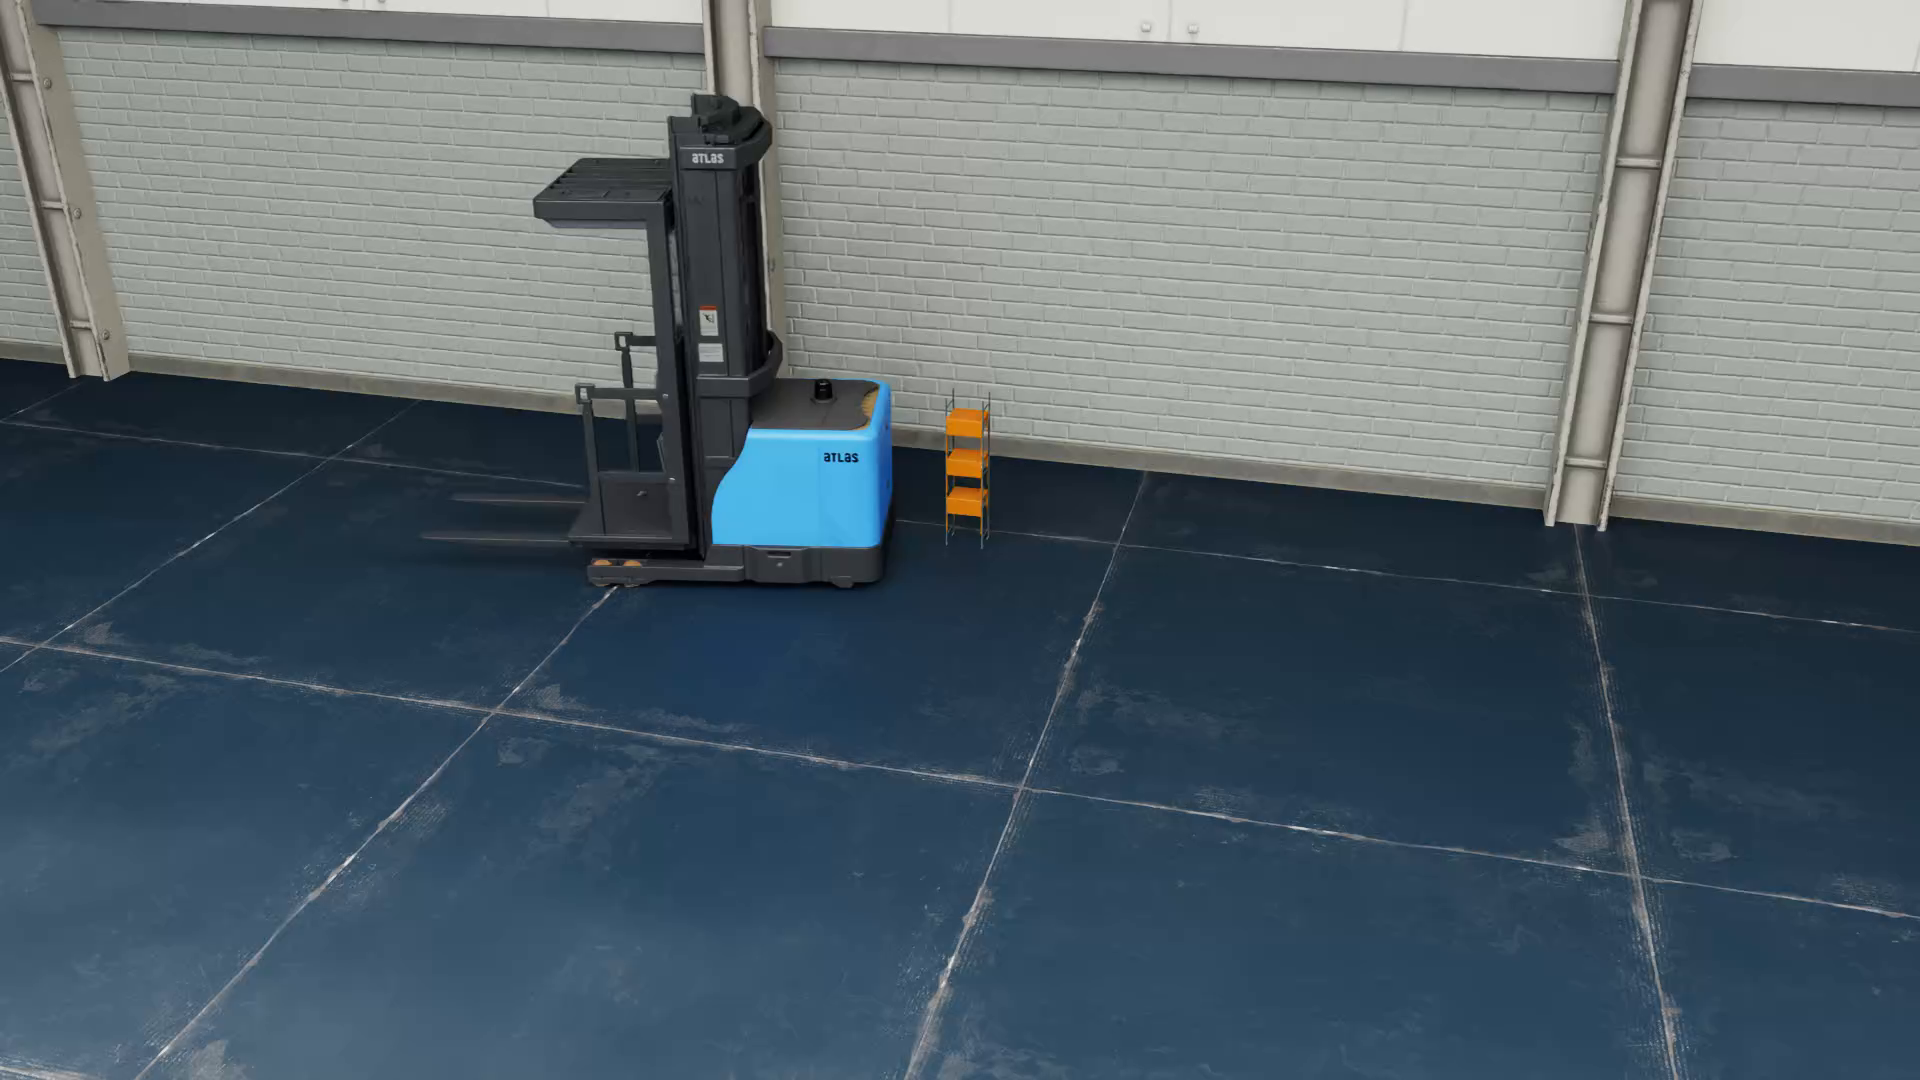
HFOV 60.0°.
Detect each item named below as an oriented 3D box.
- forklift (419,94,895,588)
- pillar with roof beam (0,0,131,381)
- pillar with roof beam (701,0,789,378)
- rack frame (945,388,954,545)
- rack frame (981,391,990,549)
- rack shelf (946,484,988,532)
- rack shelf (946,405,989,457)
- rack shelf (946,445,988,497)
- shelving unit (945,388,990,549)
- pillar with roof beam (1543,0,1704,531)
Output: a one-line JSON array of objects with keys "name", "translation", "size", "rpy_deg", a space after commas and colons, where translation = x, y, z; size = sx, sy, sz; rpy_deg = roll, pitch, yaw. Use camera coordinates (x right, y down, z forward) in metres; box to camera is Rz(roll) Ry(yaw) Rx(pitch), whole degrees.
[{"name": "forklift", "translation": [-1.980, -1.247, 10.460], "size": [3.031, 2.935, 1.130], "rpy_deg": [1, 25, 3]}, {"name": "pillar with roof beam", "translation": [-8.430, -3.699, 8.551], "size": [0.400, 9.000, 9.100], "rpy_deg": [6, 26, 13]}, {"name": "pillar with roof beam", "translation": [-2.619, -3.057, 7.202], "size": [0.400, 9.000, 9.100], "rpy_deg": [6, 26, 13]}, {"name": "rack frame", "translation": [-0.066, -0.481, 11.040], "size": [0.008, 1.050, 0.200], "rpy_deg": [6, 26, 13]}, {"name": "rack frame", "translation": [0.170, -0.455, 10.985], "size": [0.008, 1.050, 0.200], "rpy_deg": [6, 26, 13]}, {"name": "rack shelf", "translation": [0.052, -0.208, 11.136], "size": [0.240, 0.259, 0.215], "rpy_deg": [6, 26, 13]}, {"name": "rack shelf", "translation": [0.052, -0.715, 10.895], "size": [0.240, 0.259, 0.215], "rpy_deg": [6, 26, 13]}, {"name": "rack shelf", "translation": [0.052, -0.459, 11.017], "size": [0.240, 0.259, 0.215], "rpy_deg": [6, 26, 13]}, {"name": "shelving unit", "translation": [0.052, -0.468, 11.012], "size": [0.252, 1.050, 0.215], "rpy_deg": [6, 26, 13]}, {"name": "pillar with roof beam", "translation": [3.192, -2.415, 5.853], "size": [0.400, 9.000, 9.100], "rpy_deg": [6, 26, 13]}]
